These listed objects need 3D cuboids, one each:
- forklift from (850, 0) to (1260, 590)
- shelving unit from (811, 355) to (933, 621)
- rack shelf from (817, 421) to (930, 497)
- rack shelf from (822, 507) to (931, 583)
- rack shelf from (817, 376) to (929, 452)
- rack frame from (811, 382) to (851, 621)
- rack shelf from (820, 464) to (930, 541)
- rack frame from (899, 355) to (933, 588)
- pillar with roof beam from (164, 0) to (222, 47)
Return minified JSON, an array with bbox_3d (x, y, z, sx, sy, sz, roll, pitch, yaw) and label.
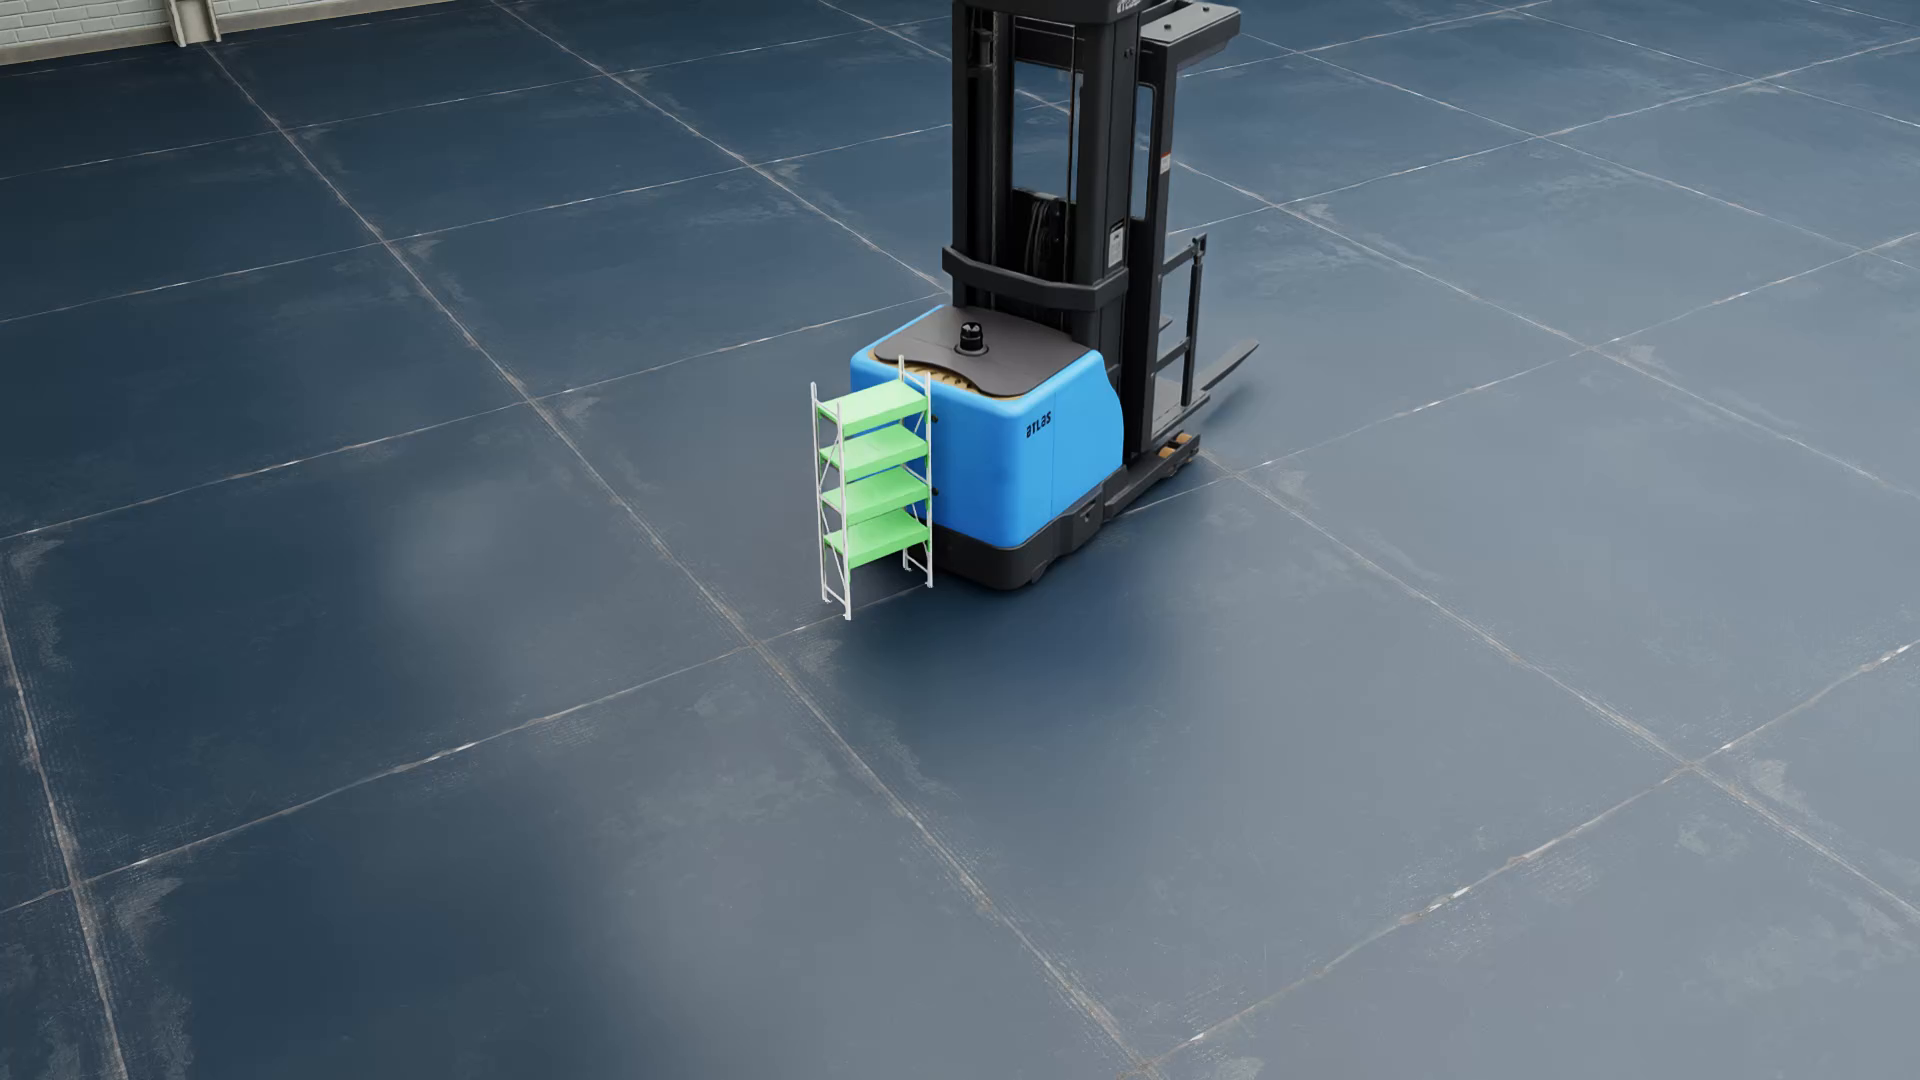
[{"bbox_3d":[0.705,-1.729,8.743,1.130,2.935,3.031,21,38,29],"label":"forklift"},{"bbox_3d":[-0.412,-0.241,8.007,0.503,1.200,0.258,-21,38,-30],"label":"shelving unit"},{"bbox_3d":[-0.412,-0.389,7.913,0.480,0.148,0.258,-21,38,-30],"label":"rack shelf"},{"bbox_3d":[-0.412,0.017,8.169,0.480,0.148,0.258,-21,38,-30],"label":"rack shelf"},{"bbox_3d":[-0.412,-0.592,7.785,0.480,0.148,0.258,-21,38,-30],"label":"rack shelf"},{"bbox_3d":[-0.610,-0.164,7.885,0.015,1.200,0.240,-21,38,-30],"label":"rack frame"},{"bbox_3d":[-0.412,-0.186,8.041,0.480,0.148,0.258,-21,38,-30],"label":"rack shelf"},{"bbox_3d":[-0.215,-0.317,8.128,0.015,1.200,0.240,-21,38,-30],"label":"rack frame"},{"bbox_3d":[-5.327,-6.896,11.247,0.400,9.000,9.100,-19,37,-27],"label":"pillar with roof beam"}]
